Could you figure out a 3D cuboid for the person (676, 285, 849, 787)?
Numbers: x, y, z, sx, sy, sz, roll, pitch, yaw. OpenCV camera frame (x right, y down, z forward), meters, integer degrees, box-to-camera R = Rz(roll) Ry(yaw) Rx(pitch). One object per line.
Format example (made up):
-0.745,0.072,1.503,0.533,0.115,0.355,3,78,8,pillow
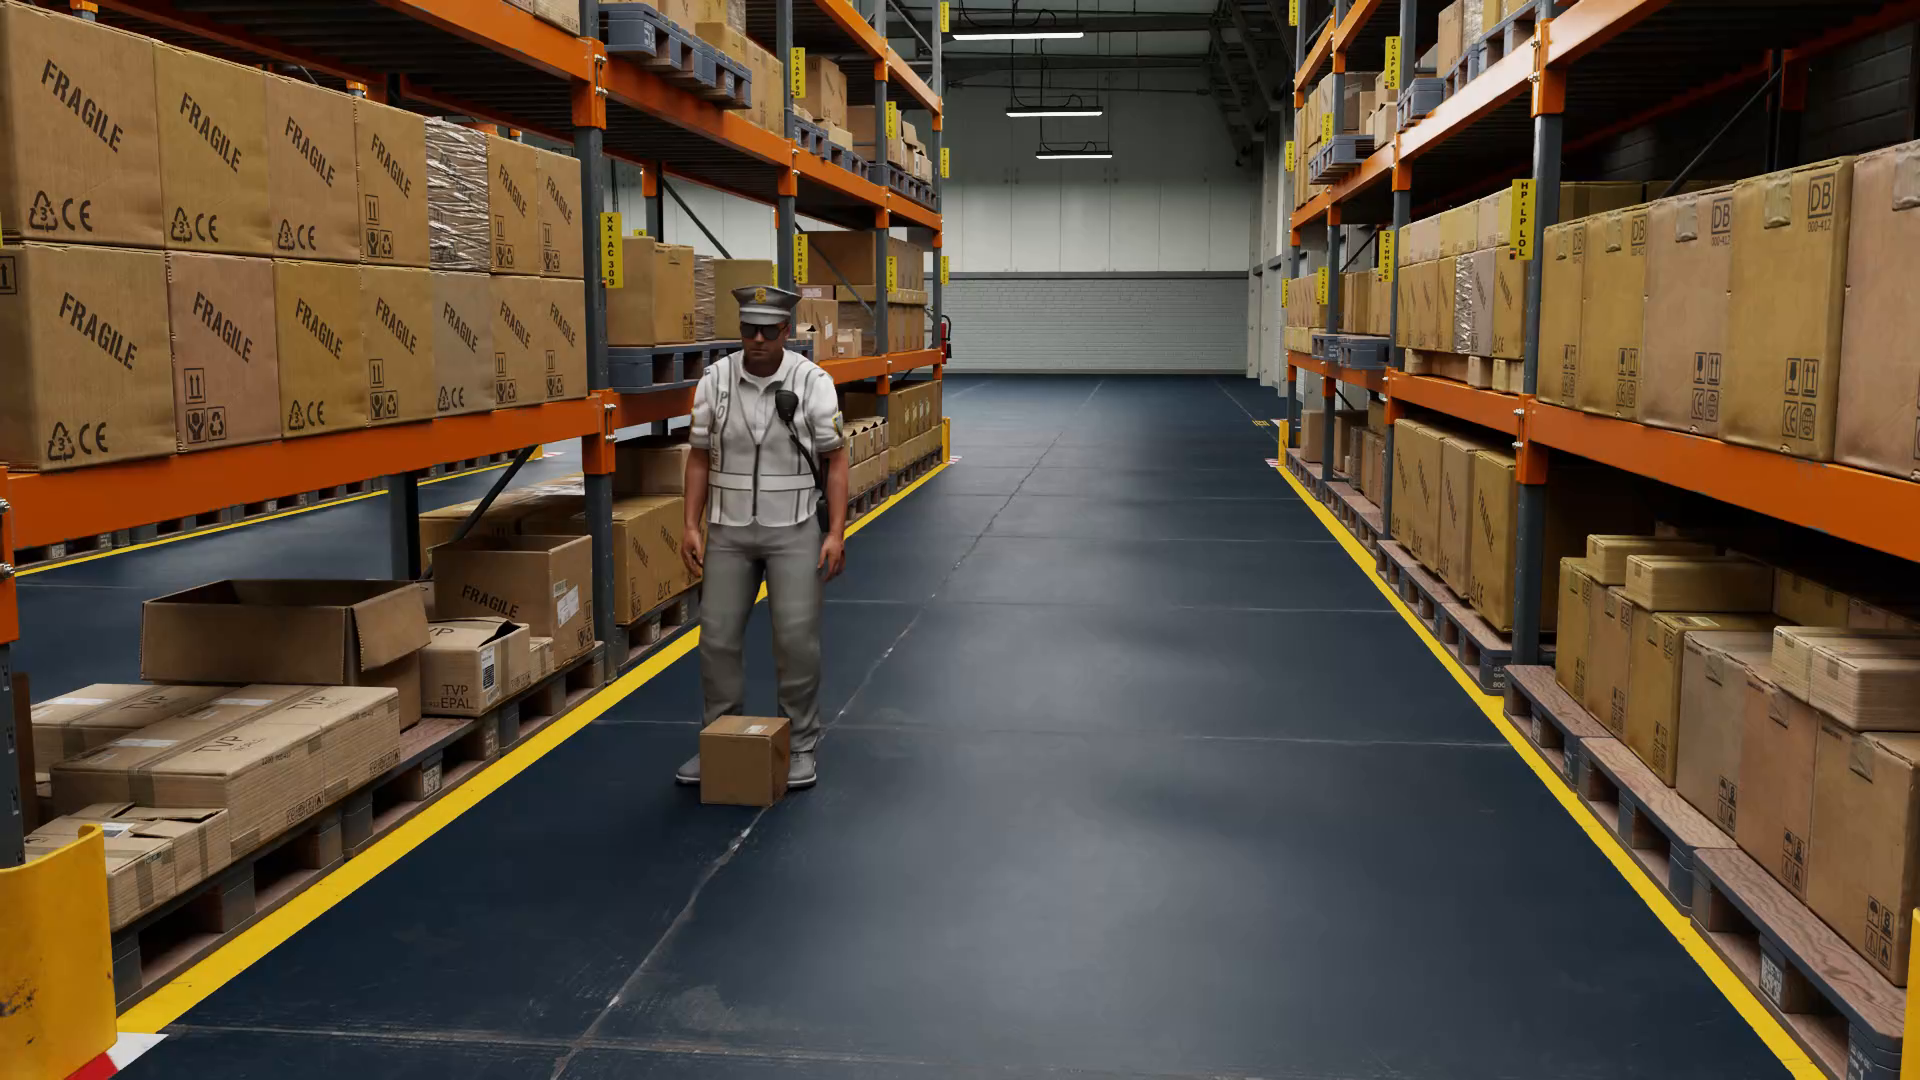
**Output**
-0.696,-0.019,5.910,0.604,1.747,0.437,1,8,6,person
